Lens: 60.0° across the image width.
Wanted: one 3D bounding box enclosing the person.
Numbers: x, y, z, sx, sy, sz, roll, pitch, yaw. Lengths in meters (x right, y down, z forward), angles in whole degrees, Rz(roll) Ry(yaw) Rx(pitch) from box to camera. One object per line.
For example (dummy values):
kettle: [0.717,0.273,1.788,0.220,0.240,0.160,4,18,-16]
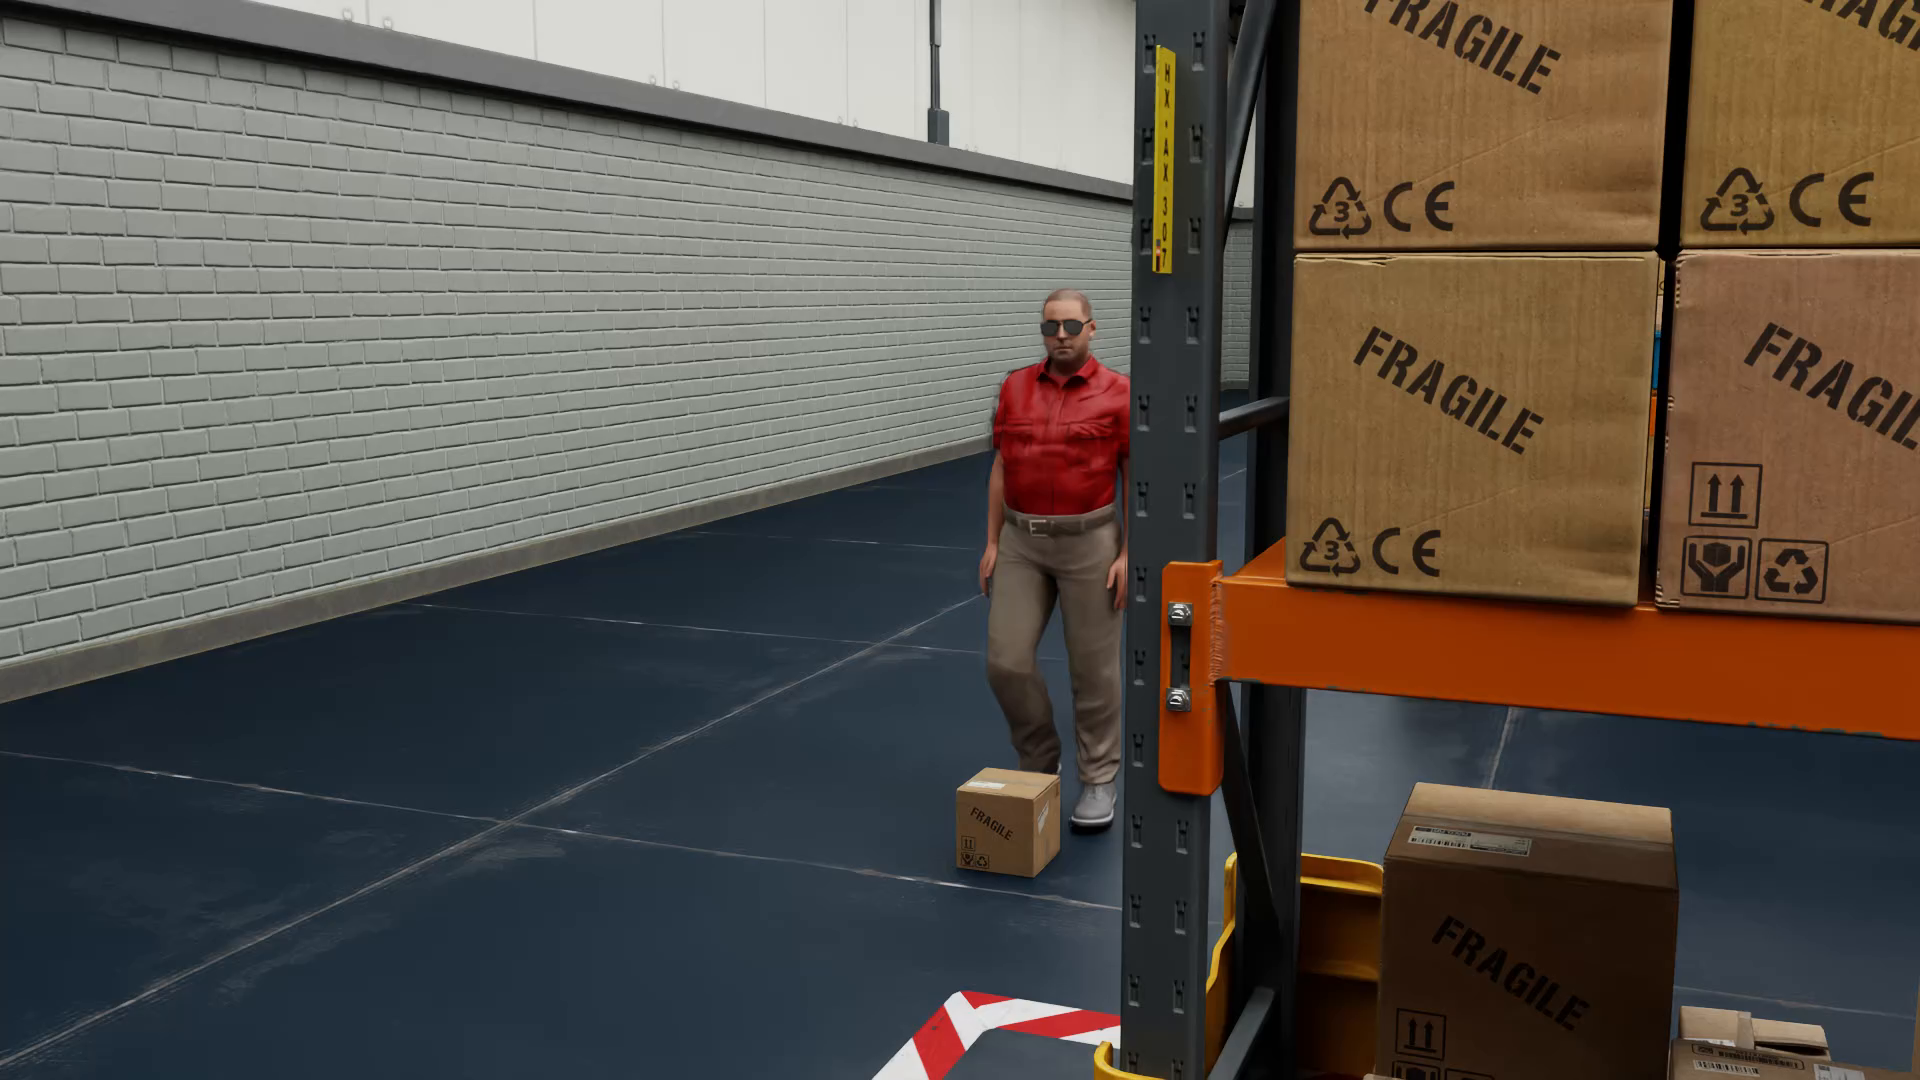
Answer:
person: [0.325,0.058,5.454,0.425,1.549,0.370,3,9,21]
